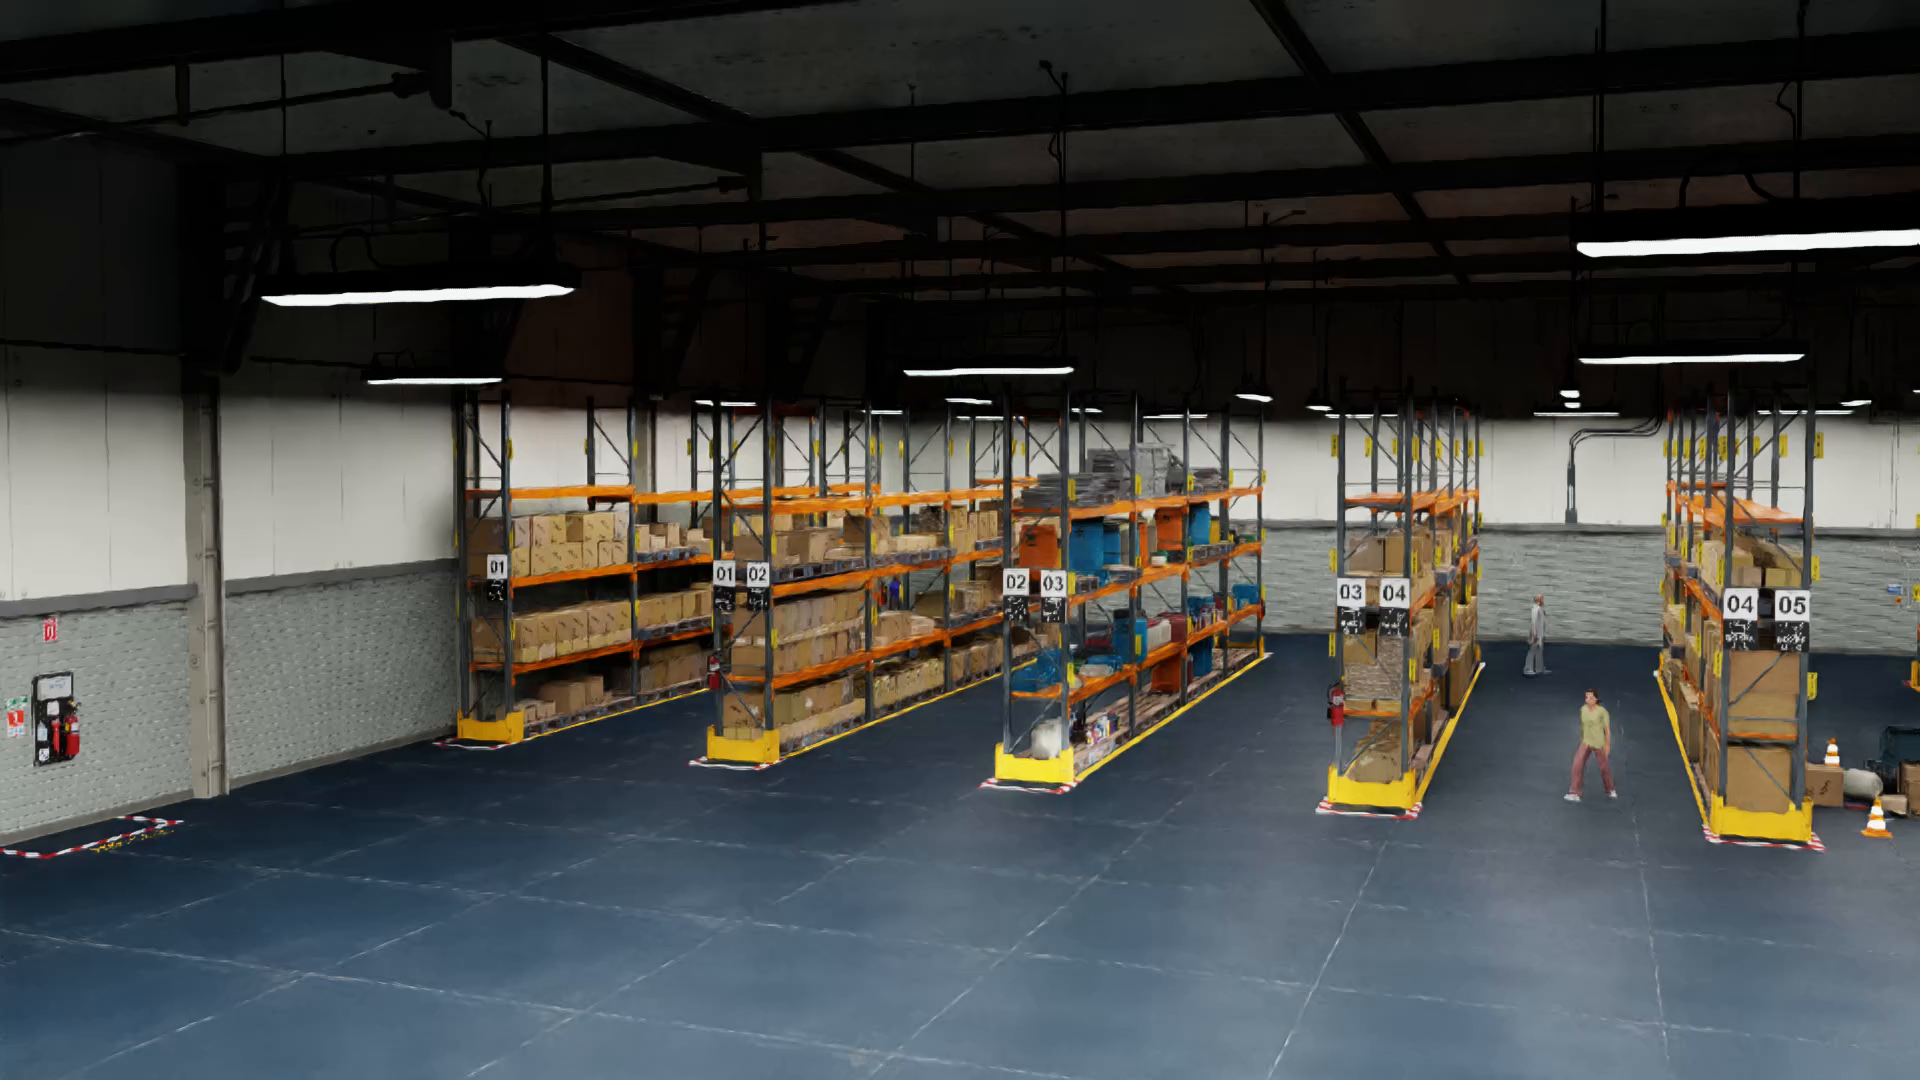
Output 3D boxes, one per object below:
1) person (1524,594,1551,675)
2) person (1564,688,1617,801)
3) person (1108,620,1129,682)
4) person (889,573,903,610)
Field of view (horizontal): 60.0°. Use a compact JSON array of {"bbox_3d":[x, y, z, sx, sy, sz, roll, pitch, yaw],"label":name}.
[{"bbox_3d":[12.762,2.080,36.732,0.530,1.777,0.677,2,4,27],"label":"person"},{"bbox_3d":[9.002,2.894,23.626,0.485,1.617,0.959,3,4,44],"label":"person"},{"bbox_3d":[3.478,2.248,35.693,0.625,1.596,0.517,1,3,18],"label":"person"},{"bbox_3d":[-1.687,1.683,45.111,0.683,1.650,0.521,-2,4,-37],"label":"person"}]
